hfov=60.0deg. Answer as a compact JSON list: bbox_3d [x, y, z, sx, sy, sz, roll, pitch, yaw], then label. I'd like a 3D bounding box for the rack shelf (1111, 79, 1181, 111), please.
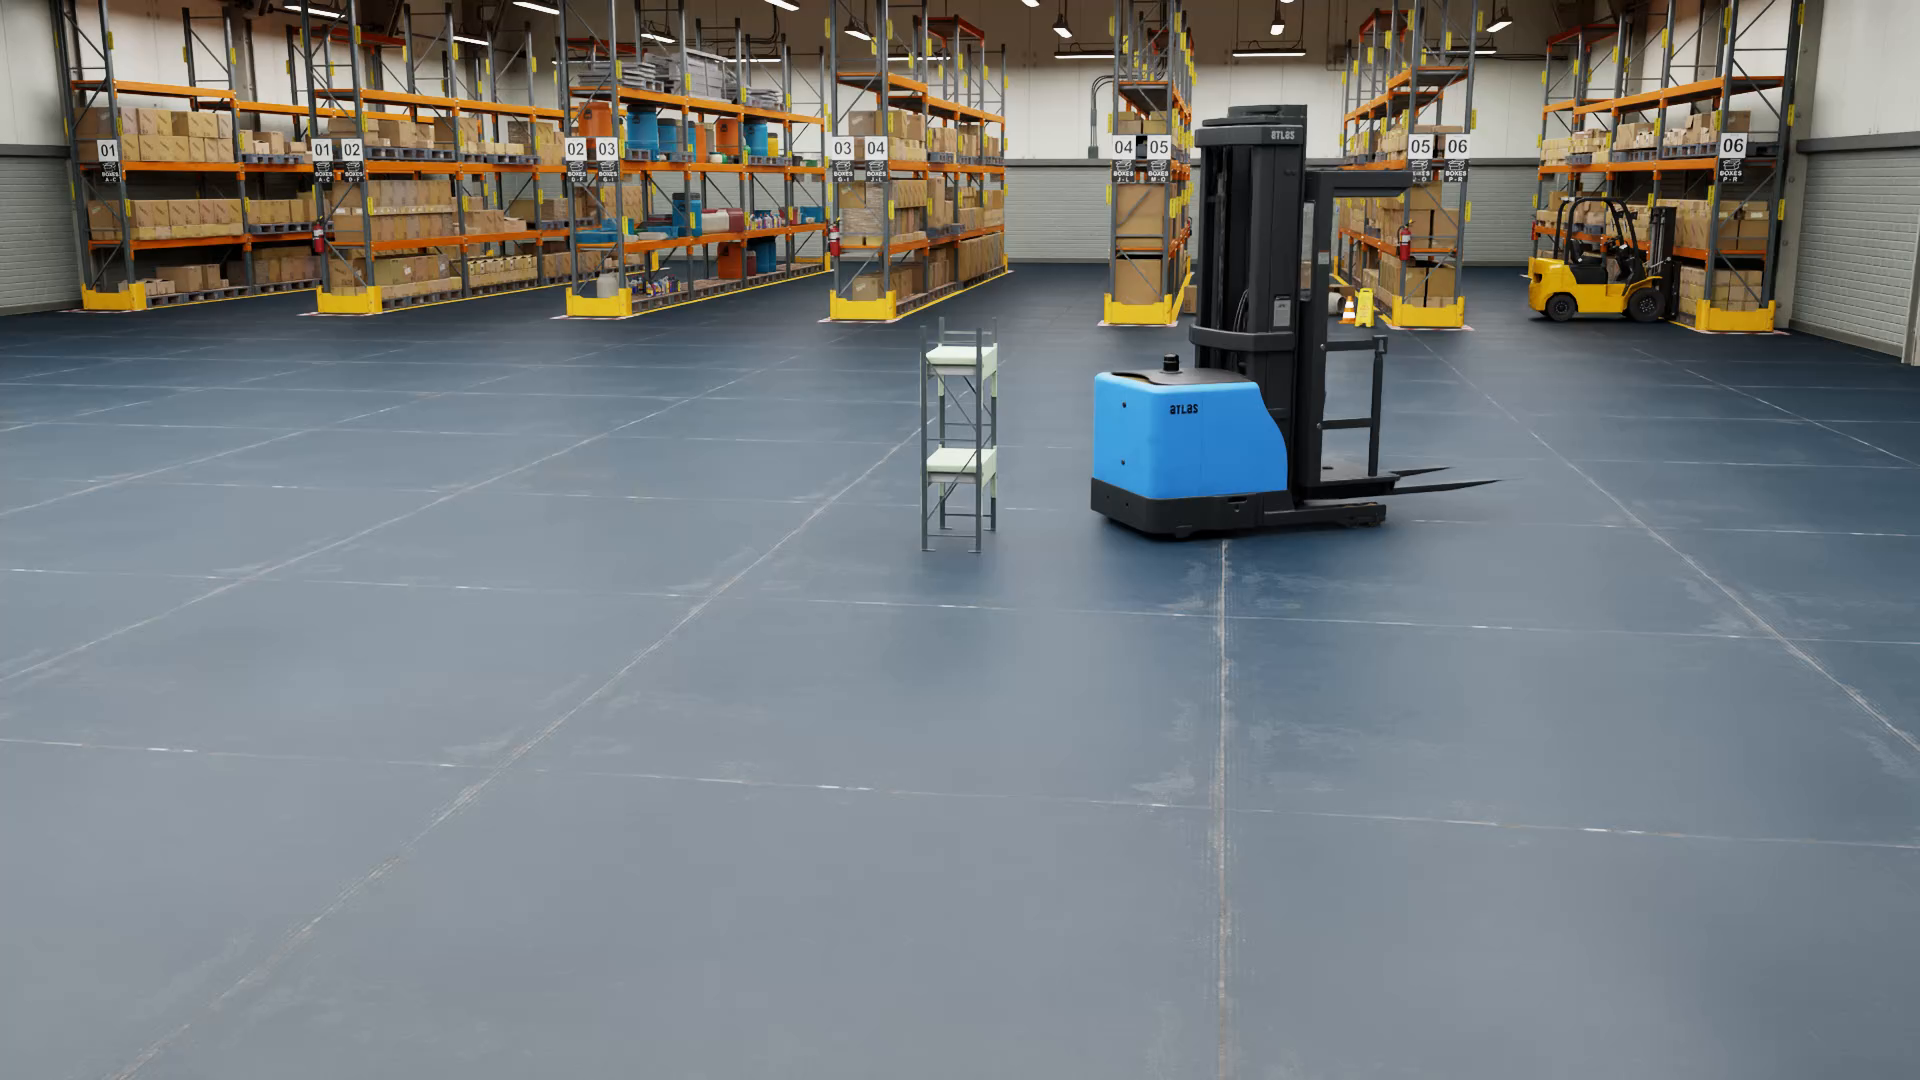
[{"bbox_3d":[3.429,-8.085,30.304,1.077,0.370,4.000,2,12,9],"label":"rack shelf"}]

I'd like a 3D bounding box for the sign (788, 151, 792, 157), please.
[{"bbox_3d":[-4.269,-9.575,41.664,0.100,0.325,0.005,2,12,9],"label":"sign"}]

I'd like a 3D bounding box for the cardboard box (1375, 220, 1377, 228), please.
[{"bbox_3d":[8.548,-6.337,33.377,0.380,0.149,0.250,2,12,9],"label":"cardboard box"}]

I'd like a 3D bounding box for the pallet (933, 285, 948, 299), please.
[{"bbox_3d":[-0.845,-5.351,35.821,1.003,0.211,1.213,2,12,9],"label":"pallet"}]

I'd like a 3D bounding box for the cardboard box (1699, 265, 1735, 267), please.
[{"bbox_3d":[13.441,-4.741,29.531,0.500,0.250,0.500,2,12,8],"label":"cardboard box"}]

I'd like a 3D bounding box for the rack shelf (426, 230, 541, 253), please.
[{"bbox_3d":[-10.629,-6.684,37.094,1.077,0.370,4.000,2,12,9],"label":"rack shelf"}]

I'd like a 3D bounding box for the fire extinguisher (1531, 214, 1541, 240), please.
[{"bbox_3d":[14.960,-8.139,43.211,0.296,0.674,0.183,2,12,9],"label":"fire extinguisher"}]

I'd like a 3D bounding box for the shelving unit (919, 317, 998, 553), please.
[{"bbox_3d":[-0.001,-0.732,11.329,0.431,1.500,0.755,2,12,9],"label":"shelving unit"}]

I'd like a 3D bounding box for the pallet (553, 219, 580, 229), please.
[{"bbox_3d":[-10.027,-7.763,40.849,1.003,0.211,1.213,2,12,9],"label":"pallet"}]

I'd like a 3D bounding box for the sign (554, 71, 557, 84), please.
[{"bbox_3d":[-10.239,-11.734,42.174,0.100,0.325,0.005,2,12,9],"label":"sign"}]

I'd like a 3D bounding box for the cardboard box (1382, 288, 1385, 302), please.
[{"bbox_3d":[8.215,-4.612,31.302,0.500,0.250,0.500,3,12,12],"label":"cardboard box"}]

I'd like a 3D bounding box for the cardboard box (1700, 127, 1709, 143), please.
[{"bbox_3d":[12.800,-6.873,28.231,0.396,0.266,0.258,2,12,9],"label":"cardboard box"}]

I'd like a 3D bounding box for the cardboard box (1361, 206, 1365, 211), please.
[{"bbox_3d":[9.080,-7.462,36.390,0.500,0.500,0.500,2,12,7],"label":"cardboard box"}]

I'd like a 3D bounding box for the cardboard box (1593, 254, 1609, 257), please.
[{"bbox_3d":[14.085,-6.171,36.406,0.380,0.149,0.250,1,12,7],"label":"cardboard box"}]

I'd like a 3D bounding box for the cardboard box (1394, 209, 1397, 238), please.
[{"bbox_3d":[7.921,-5.564,29.246,0.500,0.500,0.500,2,12,9],"label":"cardboard box"}]

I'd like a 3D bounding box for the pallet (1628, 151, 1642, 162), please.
[{"bbox_3d":[13.979,-7.646,33.178,1.003,0.211,1.213,2,12,11],"label":"pallet"}]

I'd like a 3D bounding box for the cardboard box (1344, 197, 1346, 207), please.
[{"bbox_3d":[9.914,-8.602,41.677,0.500,0.500,0.500,2,12,9],"label":"cardboard box"}]

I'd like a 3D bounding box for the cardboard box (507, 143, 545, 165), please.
[{"bbox_3d":[-10.287,-9.059,39.050,0.910,0.500,0.500,2,12,9],"label":"cardboard box"}]

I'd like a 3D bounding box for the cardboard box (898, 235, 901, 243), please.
[{"bbox_3d":[-1.310,-5.601,30.958,0.380,0.149,0.250,2,12,9],"label":"cardboard box"}]

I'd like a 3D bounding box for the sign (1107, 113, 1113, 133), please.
[{"bbox_3d":[2.588,-7.164,28.580,0.100,0.325,0.005,2,12,9],"label":"sign"}]

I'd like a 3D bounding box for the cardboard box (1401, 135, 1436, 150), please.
[{"bbox_3d":[7.841,-6.797,28.443,0.500,0.250,0.500,2,12,8],"label":"cardboard box"}]

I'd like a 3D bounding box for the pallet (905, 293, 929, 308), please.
[{"bbox_3d":[-1.217,-4.793,33.233,1.003,0.211,1.213,2,12,9],"label":"pallet"}]

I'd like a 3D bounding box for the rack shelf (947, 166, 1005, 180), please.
[{"bbox_3d":[0.389,-9.493,43.012,1.077,0.370,4.000,2,12,9],"label":"rack shelf"}]

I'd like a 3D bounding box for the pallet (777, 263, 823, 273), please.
[{"bbox_3d":[-4.362,-7.422,45.432,1.003,0.211,1.213,2,12,9],"label":"pallet"}]

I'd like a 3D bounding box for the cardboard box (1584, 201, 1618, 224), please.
[{"bbox_3d":[14.232,-7.250,36.774,0.797,0.503,0.637,2,12,7],"label":"cardboard box"}]

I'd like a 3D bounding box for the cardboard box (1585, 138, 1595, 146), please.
[{"bbox_3d":[14.121,-8.854,36.993,0.380,0.149,0.250,2,12,9],"label":"cardboard box"}]

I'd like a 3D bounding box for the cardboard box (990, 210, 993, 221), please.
[{"bbox_3d":[0.568,-8.335,42.700,0.500,0.250,0.500,2,12,10],"label":"cardboard box"}]

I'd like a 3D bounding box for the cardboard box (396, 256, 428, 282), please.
[{"bbox_3d":[-11.016,-5.431,33.322,0.500,0.500,0.500,2,12,9],"label":"cardboard box"}]

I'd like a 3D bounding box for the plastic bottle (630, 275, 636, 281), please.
[{"bbox_3d":[-6.606,-5.184,33.671,0.144,0.351,0.185,1,12,6],"label":"plastic bottle"}]

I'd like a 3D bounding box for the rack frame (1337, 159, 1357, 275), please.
[{"bbox_3d":[10.489,-8.474,43.694,1.000,3.000,0.127,2,12,9],"label":"rack frame"}]

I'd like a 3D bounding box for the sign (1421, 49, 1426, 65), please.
[{"bbox_3d":[9.796,-10.221,35.156,0.100,0.325,0.005,2,12,9],"label":"sign"}]

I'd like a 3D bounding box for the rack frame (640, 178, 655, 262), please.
[{"bbox_3d":[-9.091,-9.117,46.677,1.000,3.000,0.127,2,12,9],"label":"rack frame"}]

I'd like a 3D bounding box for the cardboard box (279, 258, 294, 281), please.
[{"bbox_3d":[-15.587,-6.140,37.751,0.700,0.500,0.500,2,12,9],"label":"cardboard box"}]

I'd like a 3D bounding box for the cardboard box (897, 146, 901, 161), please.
[{"bbox_3d":[-1.361,-7.057,30.355,0.500,0.250,0.500,2,12,7],"label":"cardboard box"}]

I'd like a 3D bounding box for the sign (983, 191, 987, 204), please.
[{"bbox_3d":[0.620,-8.474,41.135,0.100,0.325,0.005,2,12,9],"label":"sign"}]

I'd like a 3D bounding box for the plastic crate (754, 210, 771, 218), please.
[{"bbox_3d":[-5.077,-8.253,42.563,0.392,0.384,0.575,2,12,9],"label":"plastic crate"}]

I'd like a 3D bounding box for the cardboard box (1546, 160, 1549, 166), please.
[{"bbox_3d":[14.905,-9.442,41.661,0.380,0.149,0.250,2,12,10],"label":"cardboard box"}]

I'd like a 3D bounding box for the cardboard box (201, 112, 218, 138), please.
[{"bbox_3d":[-15.715,-8.564,34.335,0.500,0.500,0.500,3,12,12],"label":"cardboard box"}]

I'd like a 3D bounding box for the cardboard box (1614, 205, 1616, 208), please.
[{"bbox_3d":[13.784,-6.902,34.624,0.380,0.149,0.250,2,12,10],"label":"cardboard box"}]

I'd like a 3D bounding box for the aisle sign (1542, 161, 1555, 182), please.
[{"bbox_3d":[15.115,-9.609,42.788,0.394,0.787,0.004,2,12,9],"label":"aisle sign"}]

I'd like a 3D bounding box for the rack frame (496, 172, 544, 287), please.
[{"bbox_3d":[-10.321,-7.452,38.950,1.000,3.000,0.127,2,12,9],"label":"rack frame"}]

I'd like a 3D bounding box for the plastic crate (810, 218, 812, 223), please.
[{"bbox_3d":[-4.202,-8.621,44.858,0.396,0.136,0.243,2,12,9],"label":"plastic crate"}]

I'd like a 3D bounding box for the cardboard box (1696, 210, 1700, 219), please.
[{"bbox_3d":[12.870,-5.588,28.525,0.380,0.149,0.250,2,12,8],"label":"cardboard box"}]

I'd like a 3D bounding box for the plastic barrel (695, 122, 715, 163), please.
[{"bbox_3d":[-5.768,-8.838,37.072,0.600,0.901,0.600,0,12,0],"label":"plastic barrel"}]

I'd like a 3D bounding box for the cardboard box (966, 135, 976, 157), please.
[{"bbox_3d":[0.003,-9.562,40.388,0.700,0.500,0.500,2,12,10],"label":"cardboard box"}]

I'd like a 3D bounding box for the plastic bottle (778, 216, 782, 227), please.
[{"bbox_3d":[-4.553,-7.970,41.649,0.152,0.276,0.135,2,12,9],"label":"plastic bottle"}]

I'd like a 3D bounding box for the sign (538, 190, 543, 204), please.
[{"bbox_3d":[-9.772,-8.000,38.747,0.100,0.325,0.005,2,12,9],"label":"sign"}]

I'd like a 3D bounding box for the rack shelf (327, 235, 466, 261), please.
[{"bbox_3d":[-11.244,-5.851,33.230,1.077,0.370,4.000,2,12,9],"label":"rack shelf"}]

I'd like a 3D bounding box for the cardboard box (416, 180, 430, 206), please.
[{"bbox_3d":[-11.153,-7.000,33.537,0.700,0.500,0.500,2,12,9],"label":"cardboard box"}]

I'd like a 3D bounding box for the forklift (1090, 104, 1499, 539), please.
[{"bbox_3d":[2.529,-1.615,12.029,3.031,2.935,1.130,-5,13,-21],"label":"forklift"}]

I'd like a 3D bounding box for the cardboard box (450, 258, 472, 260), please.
[{"bbox_3d":[-11.004,-6.060,36.692,0.500,0.311,0.500,2,12,8],"label":"cardboard box"}]

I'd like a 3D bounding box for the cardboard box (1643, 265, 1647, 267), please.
[{"bbox_3d":[13.618,-4.969,32.072,0.875,0.625,0.625,2,12,11],"label":"cardboard box"}]

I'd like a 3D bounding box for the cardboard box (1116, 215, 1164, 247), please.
[{"bbox_3d":[3.134,-5.435,29.235,0.875,0.550,0.550,2,12,9],"label":"cardboard box"}]
